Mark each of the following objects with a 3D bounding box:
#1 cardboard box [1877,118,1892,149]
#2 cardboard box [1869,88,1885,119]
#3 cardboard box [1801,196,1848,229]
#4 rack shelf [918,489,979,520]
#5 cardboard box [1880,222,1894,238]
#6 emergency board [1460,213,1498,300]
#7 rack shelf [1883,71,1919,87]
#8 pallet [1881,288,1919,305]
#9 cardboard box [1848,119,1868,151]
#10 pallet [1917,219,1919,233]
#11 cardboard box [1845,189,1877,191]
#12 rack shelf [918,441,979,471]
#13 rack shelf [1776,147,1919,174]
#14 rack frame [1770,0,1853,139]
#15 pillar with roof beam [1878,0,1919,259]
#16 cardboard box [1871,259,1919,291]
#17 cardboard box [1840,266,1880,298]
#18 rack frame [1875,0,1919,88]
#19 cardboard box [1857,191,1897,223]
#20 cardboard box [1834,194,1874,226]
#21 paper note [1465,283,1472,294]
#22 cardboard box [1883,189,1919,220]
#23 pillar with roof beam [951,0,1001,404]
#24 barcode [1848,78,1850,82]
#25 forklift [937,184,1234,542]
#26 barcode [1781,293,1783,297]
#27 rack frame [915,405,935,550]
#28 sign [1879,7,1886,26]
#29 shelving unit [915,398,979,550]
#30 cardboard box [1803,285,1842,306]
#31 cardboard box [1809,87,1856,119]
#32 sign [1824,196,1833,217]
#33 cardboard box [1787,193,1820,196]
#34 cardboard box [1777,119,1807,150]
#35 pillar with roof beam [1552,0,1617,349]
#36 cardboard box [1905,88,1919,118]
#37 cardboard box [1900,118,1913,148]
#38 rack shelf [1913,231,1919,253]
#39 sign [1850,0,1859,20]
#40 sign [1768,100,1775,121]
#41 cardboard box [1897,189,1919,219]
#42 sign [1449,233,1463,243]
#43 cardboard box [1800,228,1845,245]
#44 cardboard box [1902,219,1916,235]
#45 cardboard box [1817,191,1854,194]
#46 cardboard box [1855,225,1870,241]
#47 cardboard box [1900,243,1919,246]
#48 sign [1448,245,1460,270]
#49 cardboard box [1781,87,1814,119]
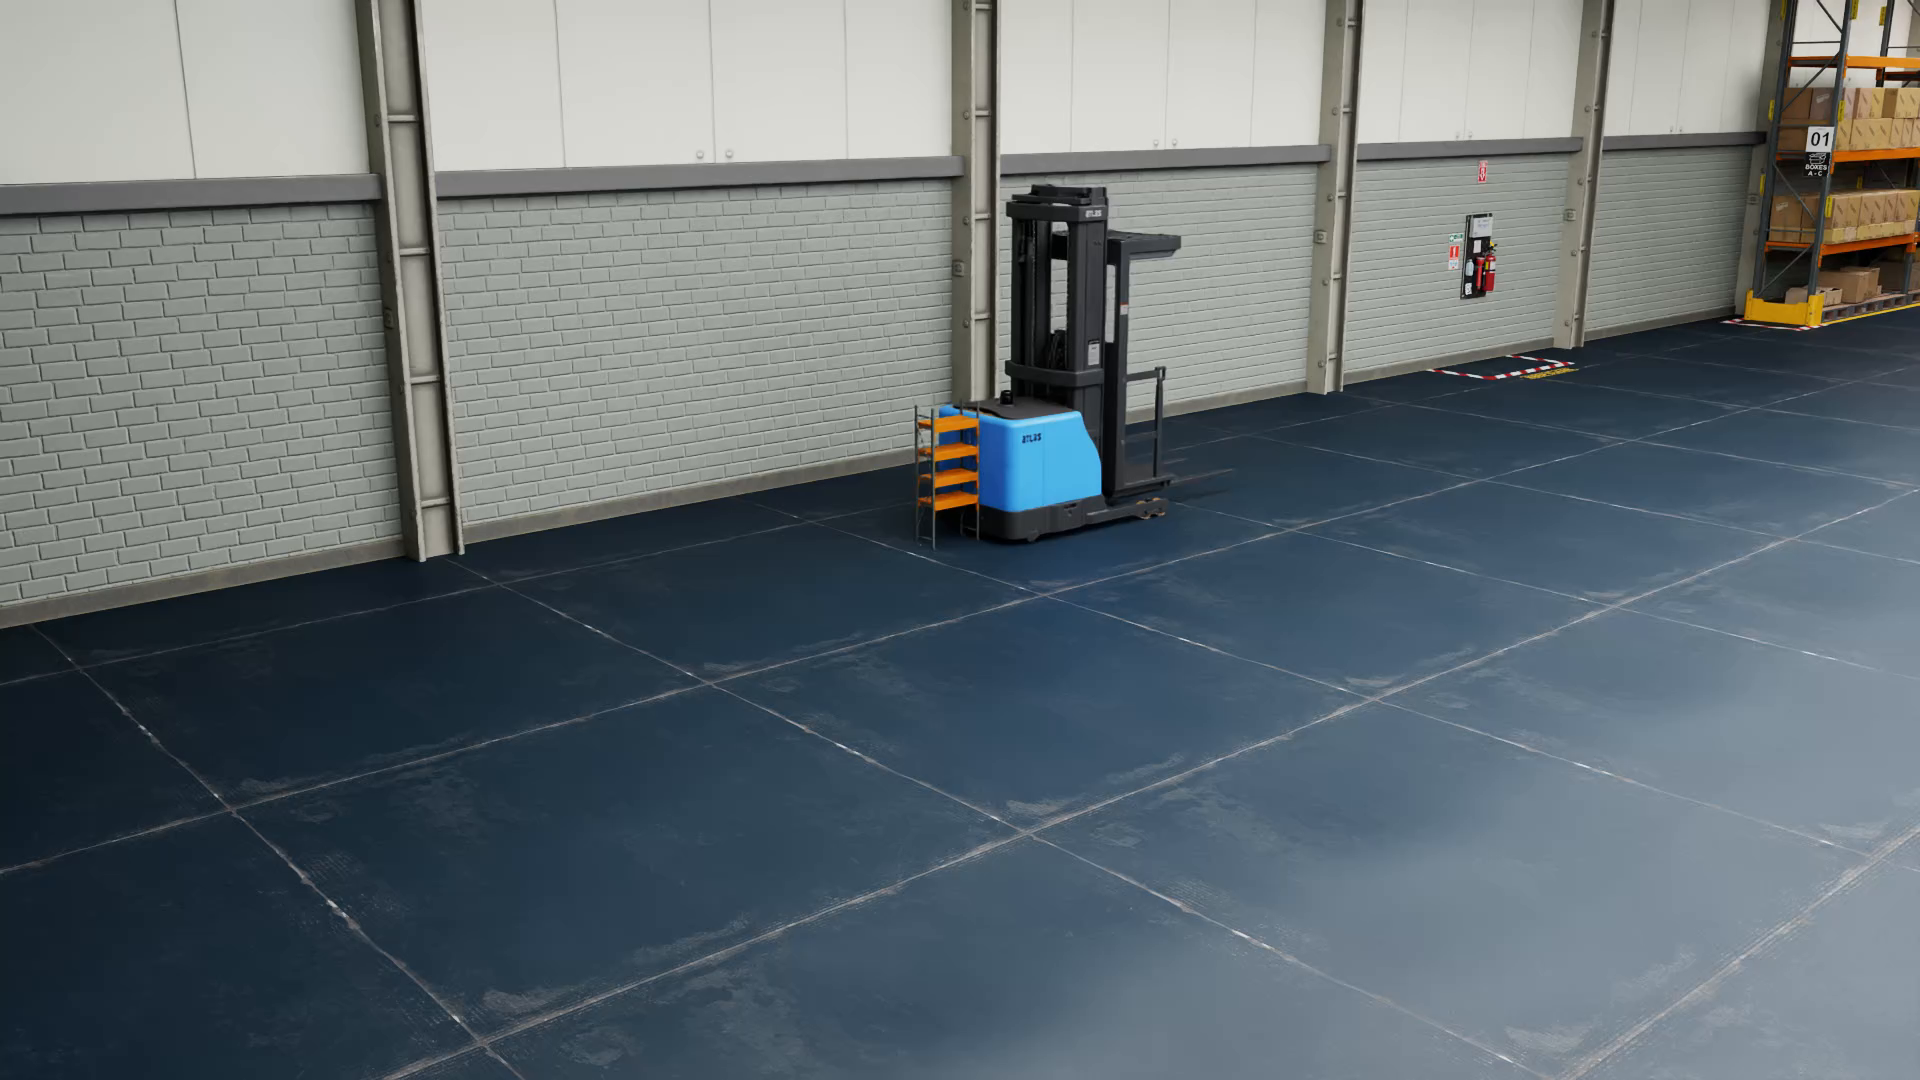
[{"bbox_3d":[15.404,-6.895,28.204,0.500,0.500,0.500,-11,19,-36],"label":"cardboard box"},{"bbox_3d":[15.021,-7.284,27.725,0.500,0.500,0.500,-12,19,-38],"label":"cardboard box"},{"bbox_3d":[14.338,-5.434,27.579,0.500,0.500,0.500,-13,19,-39],"label":"cardboard box"},{"bbox_3d":[-0.106,-0.302,14.086,0.480,0.148,0.258,-12,19,-38],"label":"rack shelf"},{"bbox_3d":[15.889,-5.416,28.967,0.500,0.250,0.500,-13,20,-40],"label":"cardboard box"},{"bbox_3d":[7.325,-3.971,23.305,0.643,1.169,0.194,-13,19,-39],"label":"emergency board"},{"bbox_3d":[18.306,-8.486,30.750,4.000,0.370,1.077,-13,19,-39],"label":"rack shelf"},{"bbox_3d":[17.384,-4.574,30.966,1.213,0.211,1.003,-13,19,-39],"label":"pallet"},{"bbox_3d":[14.625,-6.711,27.517,0.500,0.500,0.500,-11,19,-36],"label":"cardboard box"},{"bbox_3d":[17.470,-5.798,30.515,1.213,0.211,1.003,-13,19,-39],"label":"pallet"},{"bbox_3d":[15.913,-5.963,29.560,0.500,0.500,0.500,-13,20,-40],"label":"cardboard box"},{"bbox_3d":[-0.106,-0.710,13.977,0.480,0.148,0.258,-12,19,-38],"label":"rack shelf"},{"bbox_3d":[15.289,-6.552,28.549,4.000,0.370,1.077,-13,19,-39],"label":"rack shelf"},{"bbox_3d":[13.780,-8.010,26.801,0.127,3.000,1.000,-13,19,-39],"label":"rack frame"},{"bbox_3d":[21.093,-8.475,28.543,0.400,9.000,9.100,-13,19,-39],"label":"pillar with roof beam"},{"bbox_3d":[17.342,-4.922,30.856,0.500,0.500,0.700,-12,19,-38],"label":"cardboard box"},{"bbox_3d":[16.041,-4.611,29.690,0.500,0.500,0.500,14,21,43],"label":"cardboard box"},{"bbox_3d":[16.798,-8.688,29.337,0.127,3.000,1.000,-13,19,-39],"label":"rack frame"},{"bbox_3d":[15.884,-5.780,28.874,0.500,0.500,0.500,-13,20,-41],"label":"cardboard box"},{"bbox_3d":[15.111,-5.602,28.208,0.500,0.500,0.500,-13,20,-41],"label":"cardboard box"},{"bbox_3d":[7.146,-3.529,23.356,0.142,0.148,0.016,-13,19,-39],"label":"paper note"},{"bbox_3d":[16.644,-5.949,29.506,0.500,0.500,0.500,-13,20,-39],"label":"cardboard box"},{"bbox_3d":[2.987,-4.410,13.322,0.400,9.000,9.100,-13,19,-39],"label":"pillar with roof beam"},{"bbox_3d":[15.467,-8.005,28.911,0.075,0.075,0.001,-13,19,-39],"label":"barcode"},{"bbox_3d":[1.255,-1.691,14.903,3.031,2.935,1.130,-12,19,-38],"label":"forklift"},{"bbox_3d":[14.112,-4.210,28.540,0.075,0.075,0.001,-13,19,-39],"label":"barcode"},{"bbox_3d":[-0.293,-0.519,13.866,0.015,1.200,0.240,-12,19,-38],"label":"rack frame"},{"bbox_3d":[16.429,-9.323,29.597,0.005,0.325,0.100,-13,19,-39],"label":"sign"},{"bbox_3d":[-0.106,-0.559,14.018,0.503,1.200,0.258,-12,19,-38],"label":"shelving unit"},{"bbox_3d":[14.791,-4.222,28.600,0.500,0.311,0.500,-11,18,-35],"label":"cardboard box"},{"bbox_3d":[14.230,-7.120,27.111,0.500,0.500,0.500,14,21,43],"label":"cardboard box"},{"bbox_3d":[14.136,-5.424,27.068,0.005,0.325,0.100,-13,19,-39],"label":"sign"},{"bbox_3d":[14.382,-5.616,28.261,0.500,0.500,0.500,-12,19,-39],"label":"cardboard box"},{"bbox_3d":[13.929,-6.739,27.621,0.500,0.500,0.500,-11,18,-35],"label":"cardboard box"},{"bbox_3d":[12.040,-6.443,20.932,0.400,9.000,9.100,-13,19,-39],"label":"pillar with roof beam"},{"bbox_3d":[16.189,-7.547,28.707,0.500,0.500,0.500,-11,19,-36],"label":"cardboard box"},{"bbox_3d":[16.189,-7.080,28.897,0.500,0.500,0.500,14,20,42],"label":"cardboard box"},{"bbox_3d":[18.306,-5.781,31.473,4.000,0.370,1.077,-13,19,-39],"label":"rack shelf"},{"bbox_3d":[14.136,-8.394,26.274,0.005,0.325,0.100,-13,19,-39],"label":"sign"},{"bbox_3d":[13.431,-7.100,27.491,0.005,0.325,0.100,-13,19,-39],"label":"sign"},{"bbox_3d":[17.204,-6.130,30.340,0.500,0.500,0.700,-13,19,-39],"label":"cardboard box"},{"bbox_3d":[6.849,-4.170,22.952,0.331,0.109,0.001,-13,19,-39],"label":"sign"},{"bbox_3d":[14.357,-5.070,27.670,0.500,0.250,0.500,-13,20,-41],"label":"cardboard box"},{"bbox_3d":[16.639,-5.587,29.607,0.500,0.250,0.500,-13,19,-39],"label":"cardboard box"},{"bbox_3d":[15.149,-5.790,28.911,0.500,0.500,0.500,-12,19,-39],"label":"cardboard box"},{"bbox_3d":[15.127,-5.246,28.328,0.500,0.250,0.500,-13,20,-40],"label":"cardboard box"},{"bbox_3d":[18.062,-5.449,31.374,0.500,0.250,0.500,-13,20,-41],"label":"cardboard box"},{"bbox_3d":[6.840,-3.915,23.024,0.234,0.329,0.001,-13,19,-39],"label":"sign"},{"bbox_3d":[13.934,-7.226,27.507,0.500,0.500,0.500,-12,19,-37],"label":"cardboard box"}]
